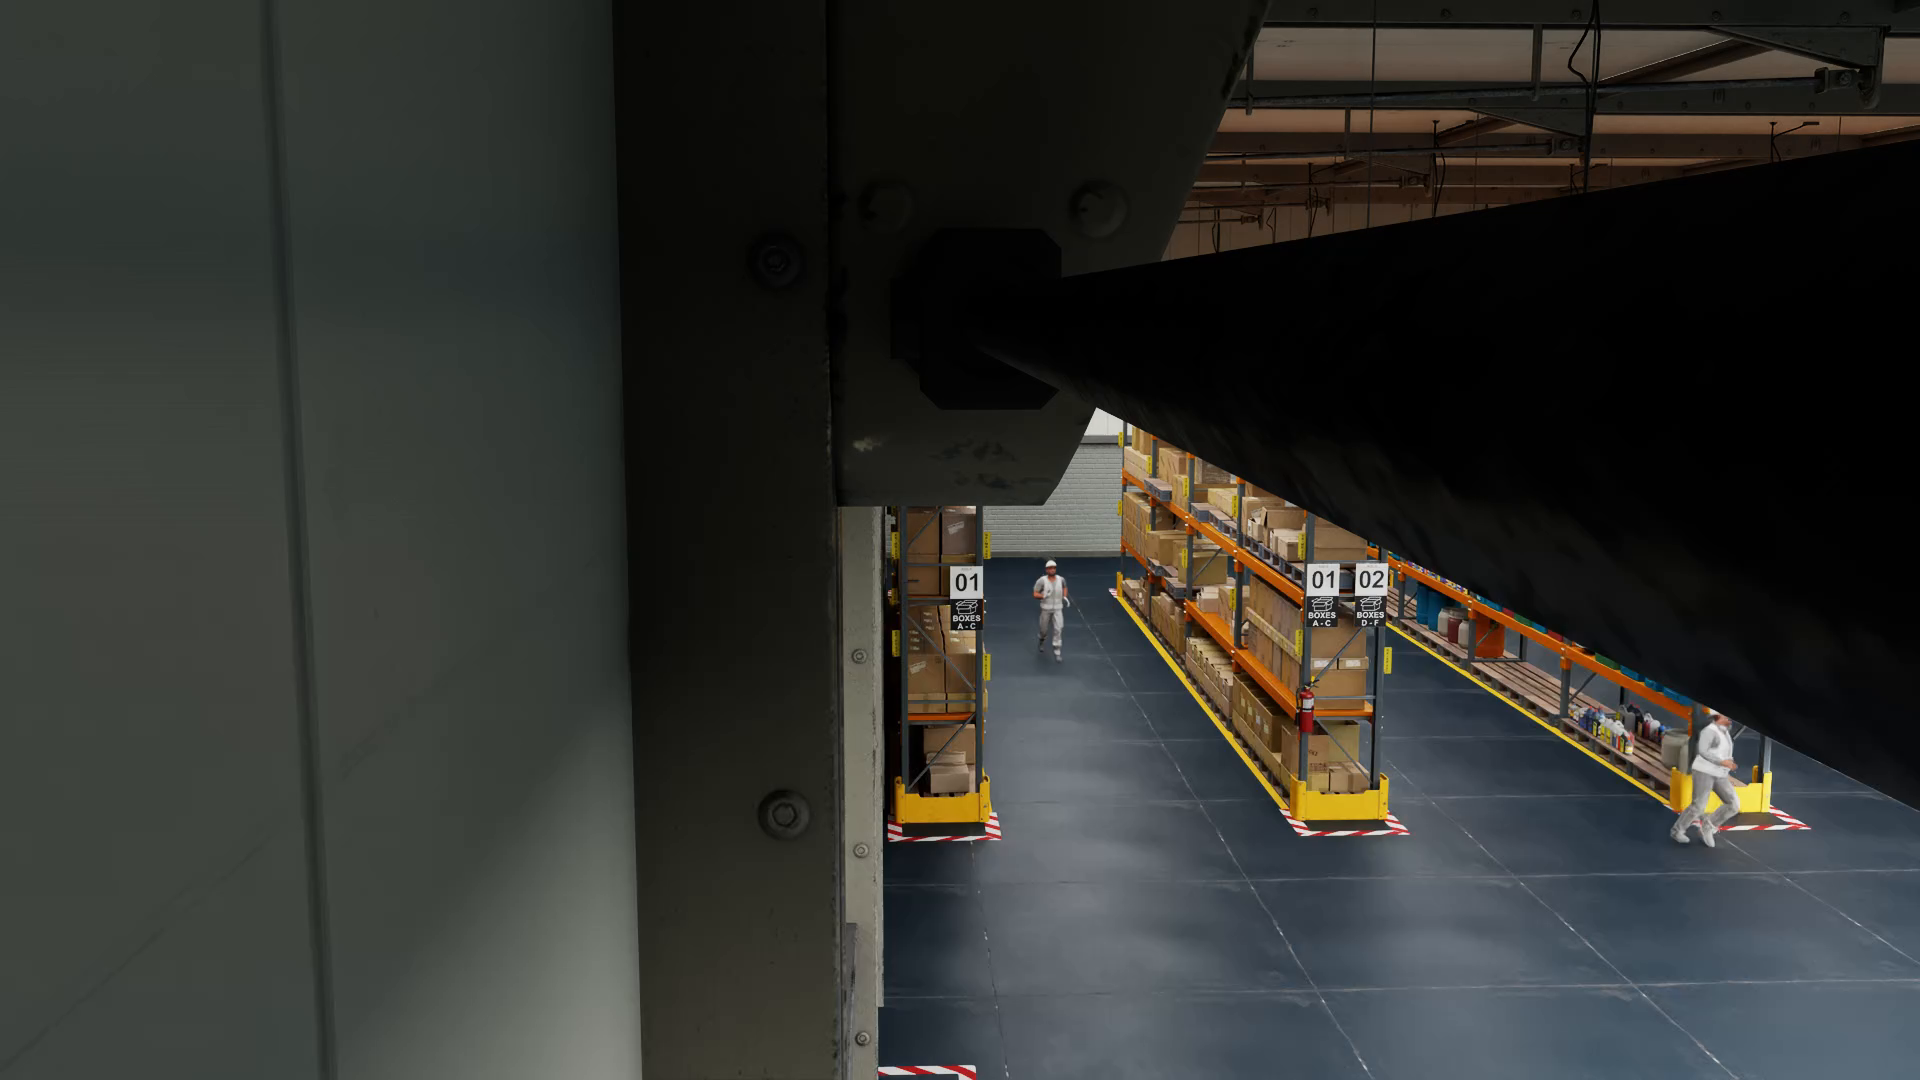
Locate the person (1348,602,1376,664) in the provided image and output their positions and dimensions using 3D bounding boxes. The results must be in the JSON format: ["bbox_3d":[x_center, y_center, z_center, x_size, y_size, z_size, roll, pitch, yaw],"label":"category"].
[{"bbox_3d":[7.193,1.374,29.624,0.613,1.723,0.711,0,8,-2],"label":"person"}]

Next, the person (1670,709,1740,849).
[{"bbox_3d":[8.906,2.751,19.670,0.782,1.708,0.691,-7,10,-39],"label":"person"}]

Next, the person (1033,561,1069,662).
[{"bbox_3d":[1.633,1.245,29.802,0.668,1.765,0.998,-1,8,-10],"label":"person"}]
